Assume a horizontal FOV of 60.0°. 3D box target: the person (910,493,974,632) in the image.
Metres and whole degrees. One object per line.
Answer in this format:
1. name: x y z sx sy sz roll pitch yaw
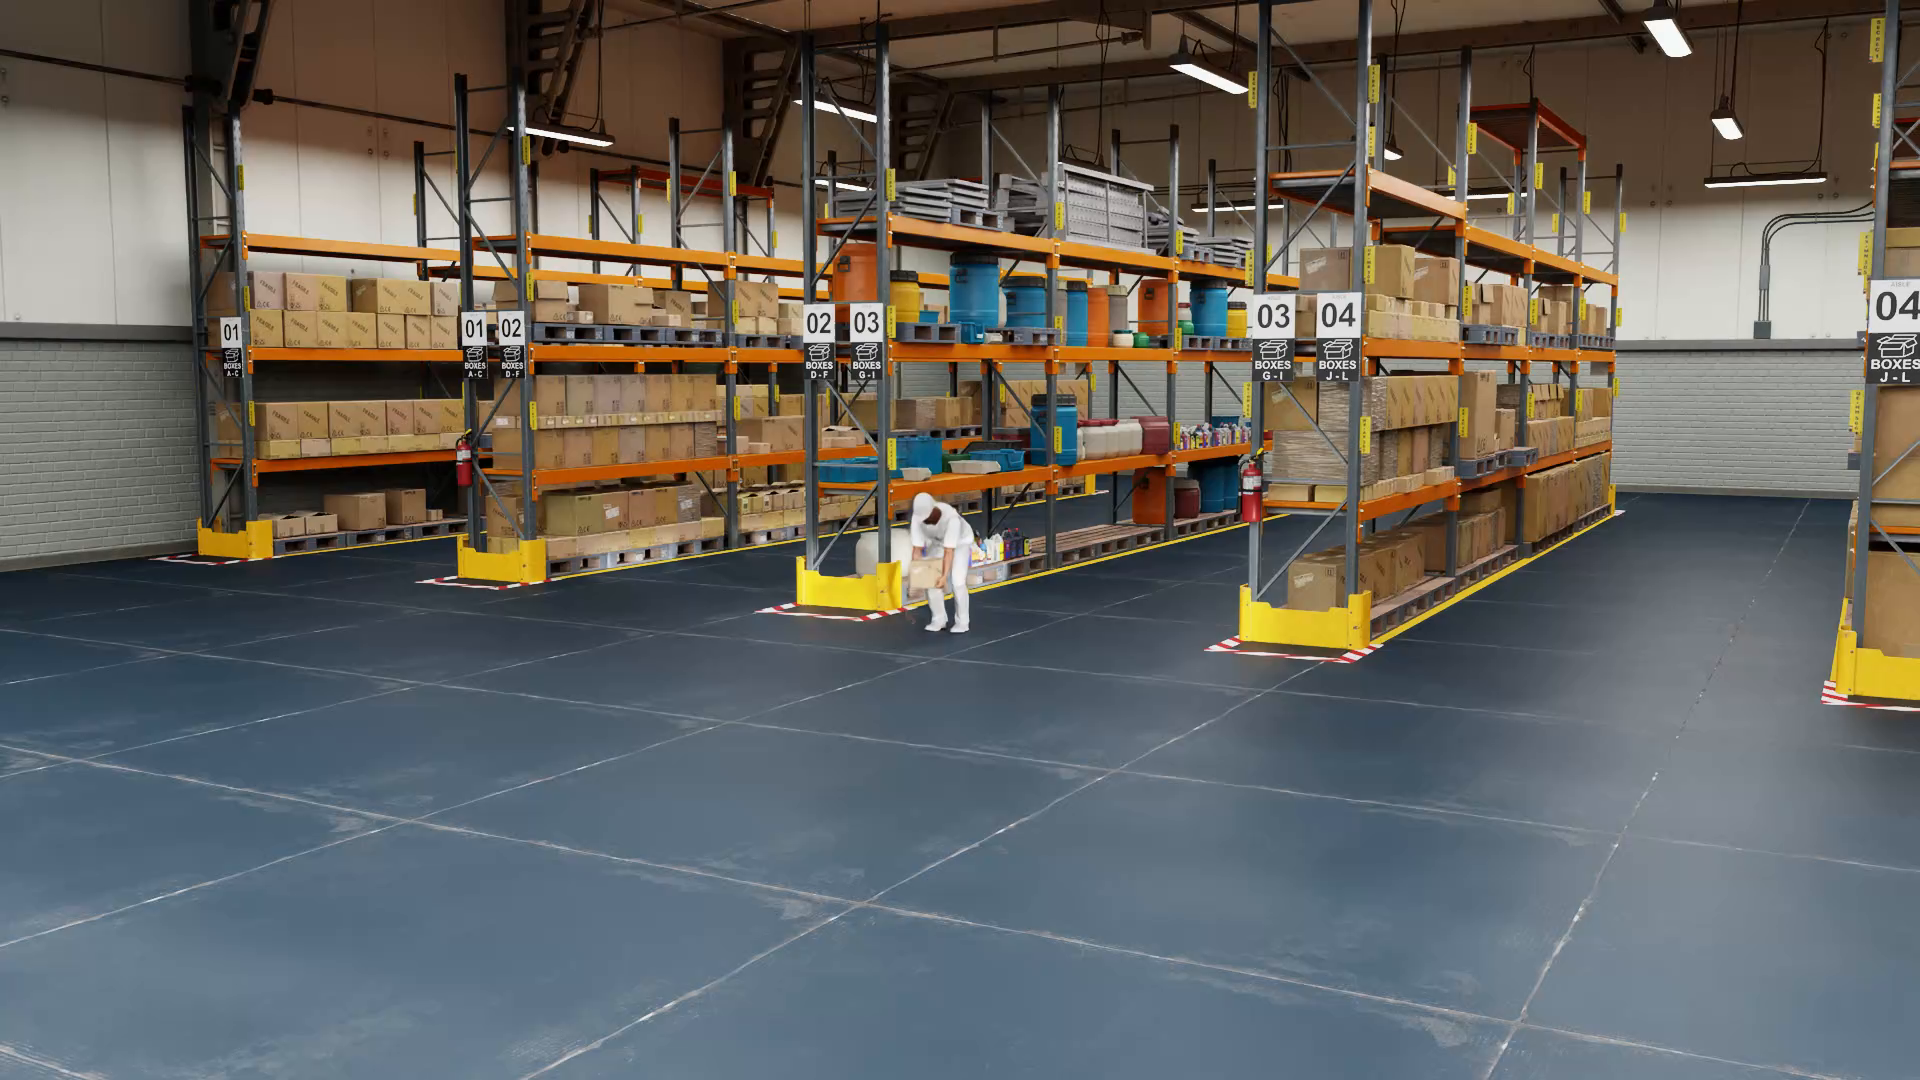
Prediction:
1. person: -0.191 0.214 15.848 0.490 1.374 0.898 3 7 27
